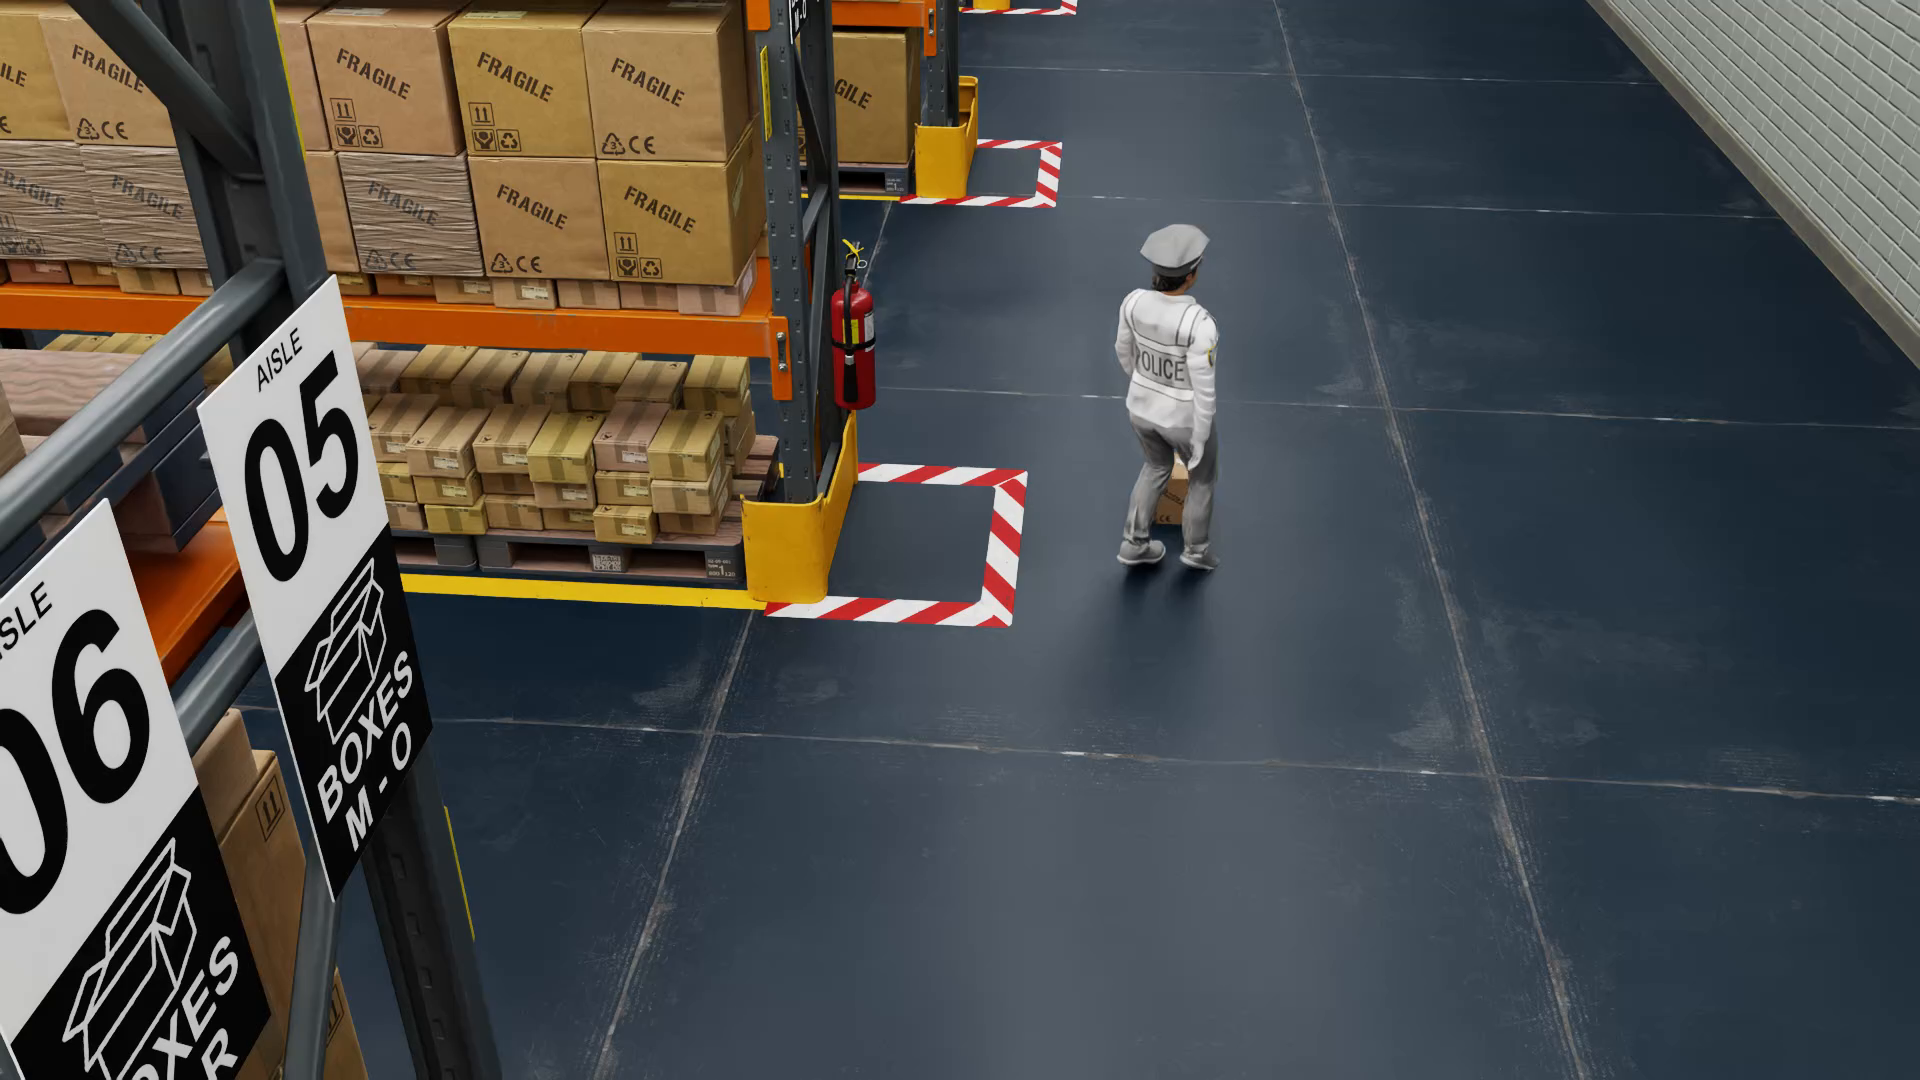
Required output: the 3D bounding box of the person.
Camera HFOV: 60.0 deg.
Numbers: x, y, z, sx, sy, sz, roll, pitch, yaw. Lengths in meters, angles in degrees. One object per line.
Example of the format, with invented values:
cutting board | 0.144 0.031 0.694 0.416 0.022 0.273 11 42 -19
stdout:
person | 0.919 -0.534 7.014 0.536 1.741 0.602 24 39 33
